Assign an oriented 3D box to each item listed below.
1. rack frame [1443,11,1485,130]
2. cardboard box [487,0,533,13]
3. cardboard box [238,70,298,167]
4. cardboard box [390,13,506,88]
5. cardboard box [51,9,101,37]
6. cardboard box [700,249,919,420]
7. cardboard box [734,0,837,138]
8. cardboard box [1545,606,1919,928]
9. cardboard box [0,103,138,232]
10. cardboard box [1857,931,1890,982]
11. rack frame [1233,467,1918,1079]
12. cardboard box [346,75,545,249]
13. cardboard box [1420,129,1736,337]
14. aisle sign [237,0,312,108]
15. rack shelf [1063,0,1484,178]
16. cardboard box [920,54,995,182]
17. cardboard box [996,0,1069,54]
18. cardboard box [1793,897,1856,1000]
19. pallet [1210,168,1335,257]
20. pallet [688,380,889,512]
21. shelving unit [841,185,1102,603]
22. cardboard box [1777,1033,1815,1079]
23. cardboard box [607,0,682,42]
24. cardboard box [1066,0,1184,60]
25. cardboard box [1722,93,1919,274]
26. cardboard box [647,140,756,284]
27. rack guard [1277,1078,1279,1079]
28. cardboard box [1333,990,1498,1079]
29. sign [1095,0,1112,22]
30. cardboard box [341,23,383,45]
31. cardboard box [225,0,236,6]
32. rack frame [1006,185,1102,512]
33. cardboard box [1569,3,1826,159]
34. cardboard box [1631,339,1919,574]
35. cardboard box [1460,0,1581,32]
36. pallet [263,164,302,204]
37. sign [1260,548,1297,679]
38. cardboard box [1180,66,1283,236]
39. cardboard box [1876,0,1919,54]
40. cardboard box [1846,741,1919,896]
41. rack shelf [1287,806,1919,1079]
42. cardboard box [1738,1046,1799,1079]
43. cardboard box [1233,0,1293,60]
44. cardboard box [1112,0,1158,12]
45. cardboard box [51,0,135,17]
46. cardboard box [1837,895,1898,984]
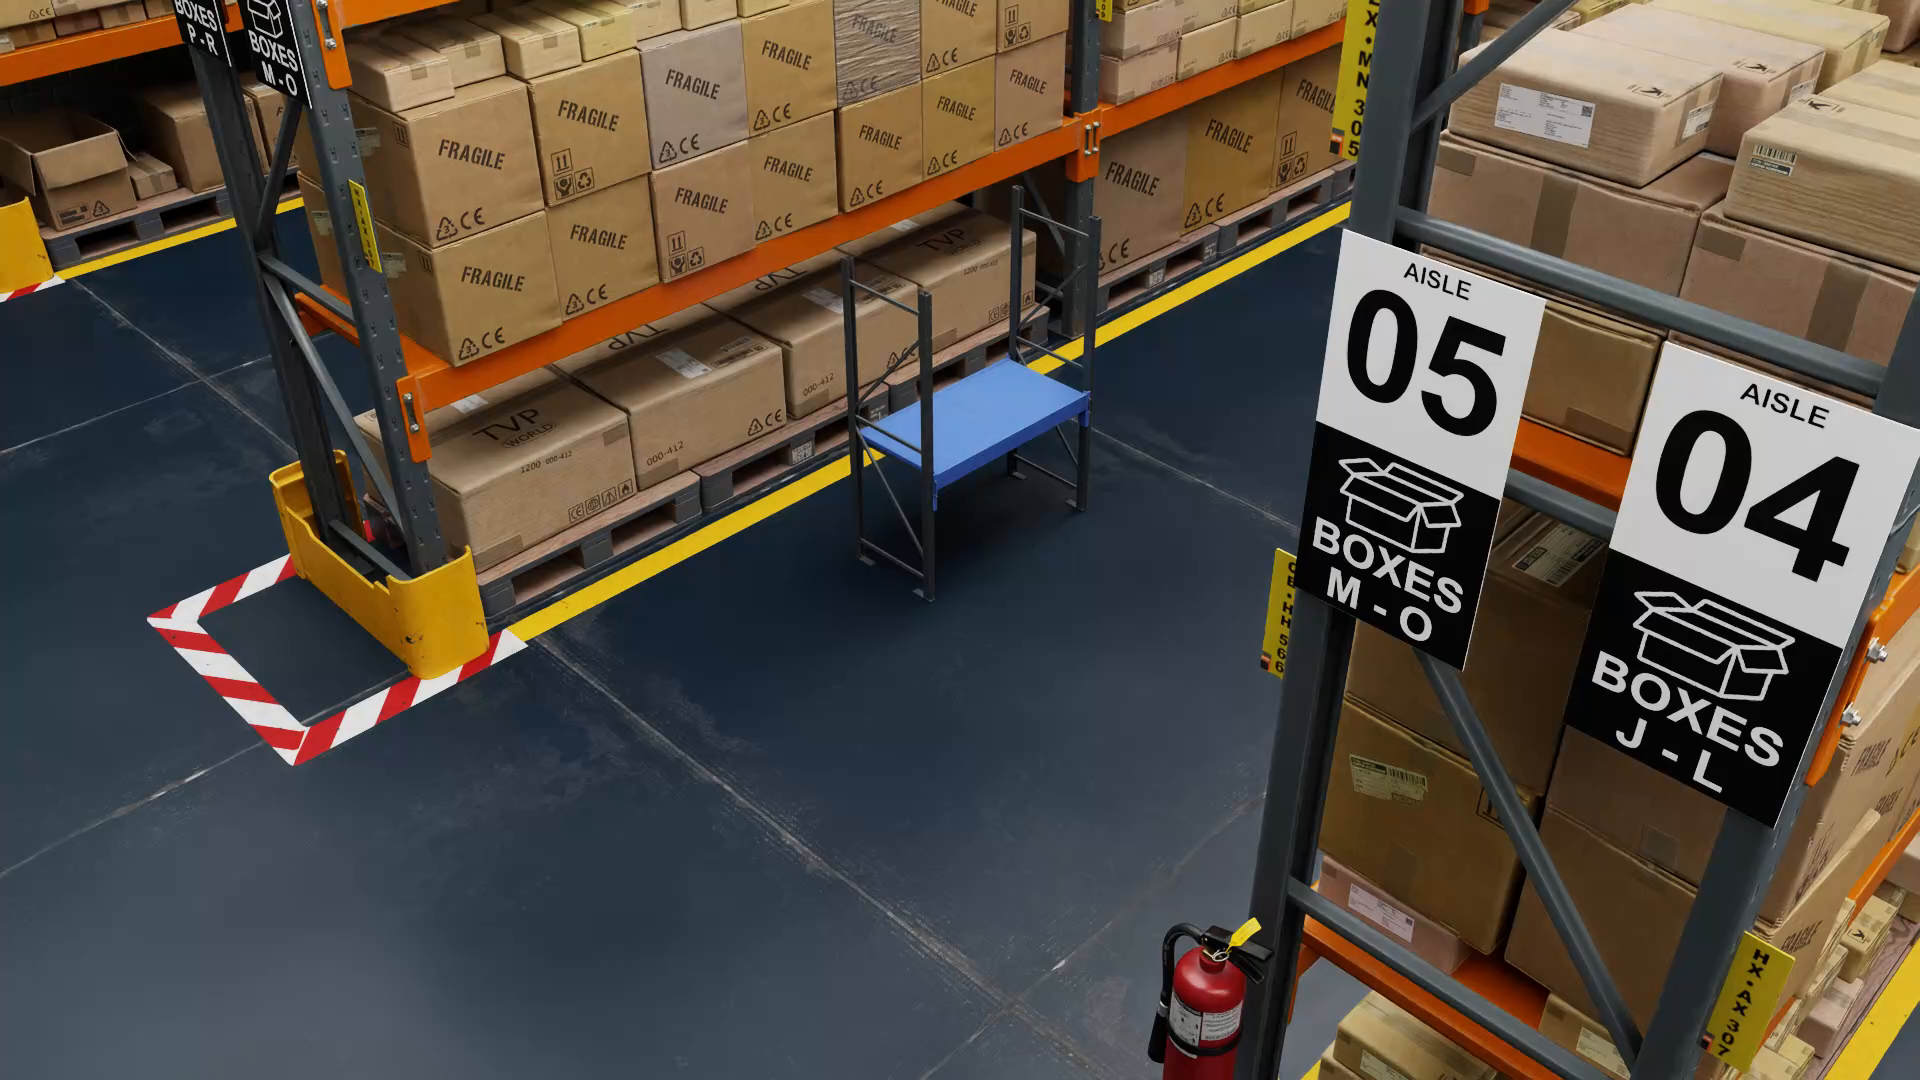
[{"bbox_3d":[3.140,-4.195,11.143,1.000,3.000,0.127,30,45,35],"label":"rack frame"},{"bbox_3d":[-1.895,-2.228,6.794,0.250,0.149,0.380,-29,44,-35],"label":"cardboard box"},{"bbox_3d":[-4.450,-2.809,10.974,0.500,0.500,0.500,-29,44,-35],"label":"cardboard box"},{"bbox_3d":[-1.916,-1.832,6.226,0.250,0.149,0.380,-29,44,-35],"label":"cardboard box"},{"bbox_3d":[-5.289,-3.109,9.805,0.380,0.149,0.250,29,44,35],"label":"cardboard box"},{"bbox_3d":[-0.827,-1.117,8.602,0.875,0.438,0.875,28,44,34],"label":"cardboard box"},{"bbox_3d":[-0.889,-2.106,7.186,0.500,0.500,0.500,-30,45,-35],"label":"cardboard box"},{"bbox_3d":[1.592,0.358,3.393,0.500,0.500,0.500,29,44,35],"label":"cardboard box"},{"bbox_3d":[-5.524,-2.305,10.248,0.797,0.503,0.637,28,43,34],"label":"cardboard box"},{"bbox_3d":[2.764,1.287,5.408,0.380,0.149,0.250,30,45,35],"label":"cardboard box"},{"bbox_3d":[1.087,1.007,3.684,1.000,3.000,0.127,30,45,35],"label":"rack frame"},{"bbox_3d":[-1.956,-1.479,6.286,0.500,0.500,0.500,28,44,34],"label":"cardboard box"},{"bbox_3d":[1.231,-0.657,3.141,0.500,0.250,0.500,28,44,34],"label":"cardboard box"},{"bbox_3d":[-2.342,-1.868,5.533,0.394,0.787,0.004,30,45,35],"label":"aisle sign"},{"bbox_3d":[1.731,-3.088,10.184,1.077,0.370,4.000,30,45,35],"label":"rack shelf"},{"bbox_3d":[-0.182,-2.110,8.066,0.500,0.500,0.500,28,44,34],"label":"cardboard box"},{"bbox_3d":[0.185,-2.719,8.066,0.500,0.500,0.500,29,44,35],"label":"cardboard box"},{"bbox_3d":[1.926,0.903,4.053,0.380,0.149,0.250,28,44,34],"label":"cardboard box"},{"bbox_3d":[1.671,-2.269,10.818,1.003,0.211,1.213,30,45,35],"label":"pallet"},{"bbox_3d":[-1.129,-0.653,8.501,1.003,0.211,1.213,30,45,35],"label":"pallet"},{"bbox_3d":[0.060,-0.650,7.371,0.538,1.500,1.048,30,45,35],"label":"shelving unit"},{"bbox_3d":[2.239,1.489,4.858,0.250,0.149,0.380,-28,44,-34],"label":"cardboard box"},{"bbox_3d":[-1.331,-2.133,6.658,0.250,0.149,0.380,-29,44,-35],"label":"cardboard box"},{"bbox_3d":[0.832,-2.780,8.808,0.500,0.250,0.500,28,44,34],"label":"cardboard box"},{"bbox_3d":[1.477,-0.570,2.669,0.380,0.149,0.250,29,44,35],"label":"cardboard box"},{"bbox_3d":[-1.247,-1.483,7.167,0.500,0.500,0.500,29,44,35],"label":"cardboard box"},{"bbox_3d":[1.141,2.001,4.444,1.175,0.500,0.348,30,45,35],"label":"rack guard"},{"bbox_3d":[1.280,1.443,4.664,0.250,0.149,0.380,-29,44,-35],"label":"cardboard box"},{"bbox_3d":[0.717,-2.736,8.224,0.100,0.325,0.005,30,45,35],"label":"sign"},{"bbox_3d":[-2.386,-1.891,6.311,0.250,0.149,0.380,-29,44,-35],"label":"cardboard box"},{"bbox_3d":[-4.652,-3.369,10.178,0.380,0.149,0.250,28,44,34],"label":"cardboard box"},{"bbox_3d":[0.418,-0.856,7.667,0.500,1.500,0.032,30,45,35],"label":"rack frame"},{"bbox_3d":[1.341,-0.853,3.075,0.250,0.149,0.380,-29,44,-35],"label":"cardboard box"},{"bbox_3d":[1.585,-0.241,2.983,0.500,0.250,0.500,-28,44,-34],"label":"cardboard box"},{"bbox_3d":[4.059,-3.817,12.532,0.950,0.372,0.625,29,44,35],"label":"cardboard box"},{"bbox_3d":[-4.548,-2.650,11.366,1.003,0.211,1.213,30,45,35],"label":"pallet"},{"bbox_3d":[0.708,0.170,3.595,0.100,0.325,0.005,30,45,35],"label":"sign"},{"bbox_3d":[1.333,-2.526,10.240,0.875,0.875,0.875,-29,44,-34],"label":"cardboard box"},{"bbox_3d":[1.867,-1.179,3.541,0.380,0.149,0.250,28,44,34],"label":"cardboard box"},{"bbox_3d":[1.959,0.545,3.999,0.500,0.500,0.500,30,45,35],"label":"cardboard box"},{"bbox_3d":[2.496,0.490,5.054,1.077,0.370,4.000,30,45,35],"label":"rack shelf"},{"bbox_3d":[2.075,1.473,4.621,0.380,0.149,0.250,29,44,35],"label":"cardboard box"},{"bbox_3d":[1.555,-2.994,9.552,0.500,0.250,0.500,29,44,35],"label":"cardboard box"},{"bbox_3d":[0.836,-3.085,8.590,0.500,0.500,0.500,-29,44,-35],"label":"cardboard box"},{"bbox_3d":[-5.156,-3.287,9.712,0.500,0.250,0.500,-29,44,-35],"label":"cardboard box"},{"bbox_3d":[2.611,1.142,5.096,0.250,0.149,0.380,-29,44,-35],"label":"cardboard box"}]
